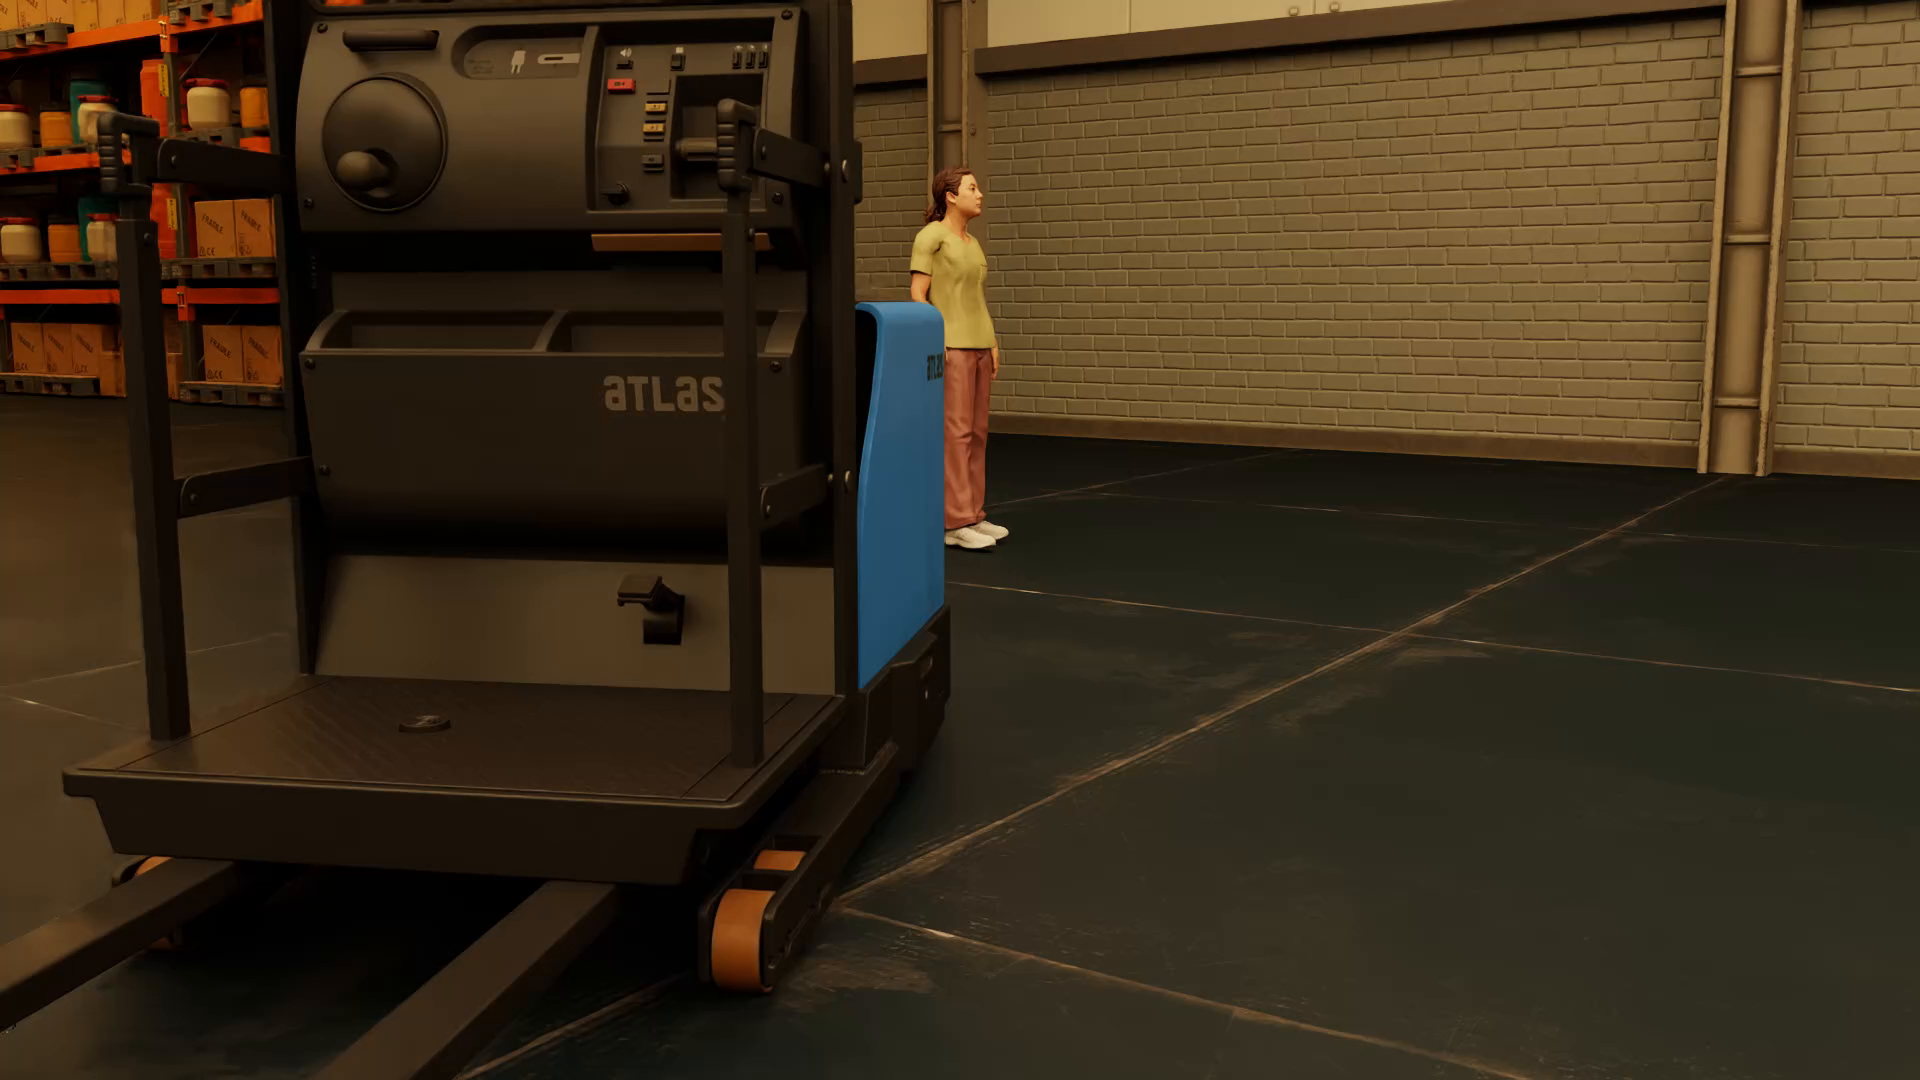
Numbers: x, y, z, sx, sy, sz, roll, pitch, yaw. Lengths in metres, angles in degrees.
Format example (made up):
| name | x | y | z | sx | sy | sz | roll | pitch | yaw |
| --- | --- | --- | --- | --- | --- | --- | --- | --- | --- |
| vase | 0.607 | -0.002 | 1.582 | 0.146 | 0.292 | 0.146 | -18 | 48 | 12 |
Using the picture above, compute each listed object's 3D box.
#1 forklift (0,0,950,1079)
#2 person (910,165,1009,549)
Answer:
| name | x | y | z | sx | sy | sz | roll | pitch | yaw |
| --- | --- | --- | --- | --- | --- | --- | --- | --- | --- |
| forklift | -0.775 | -0.794 | 2.774 | 1.130 | 2.935 | 3.031 | 1 | 8 | 9 |
| person | 0.055 | -0.830 | 7.434 | 0.548 | 1.673 | 0.553 | 5 | 10 | 34 |
